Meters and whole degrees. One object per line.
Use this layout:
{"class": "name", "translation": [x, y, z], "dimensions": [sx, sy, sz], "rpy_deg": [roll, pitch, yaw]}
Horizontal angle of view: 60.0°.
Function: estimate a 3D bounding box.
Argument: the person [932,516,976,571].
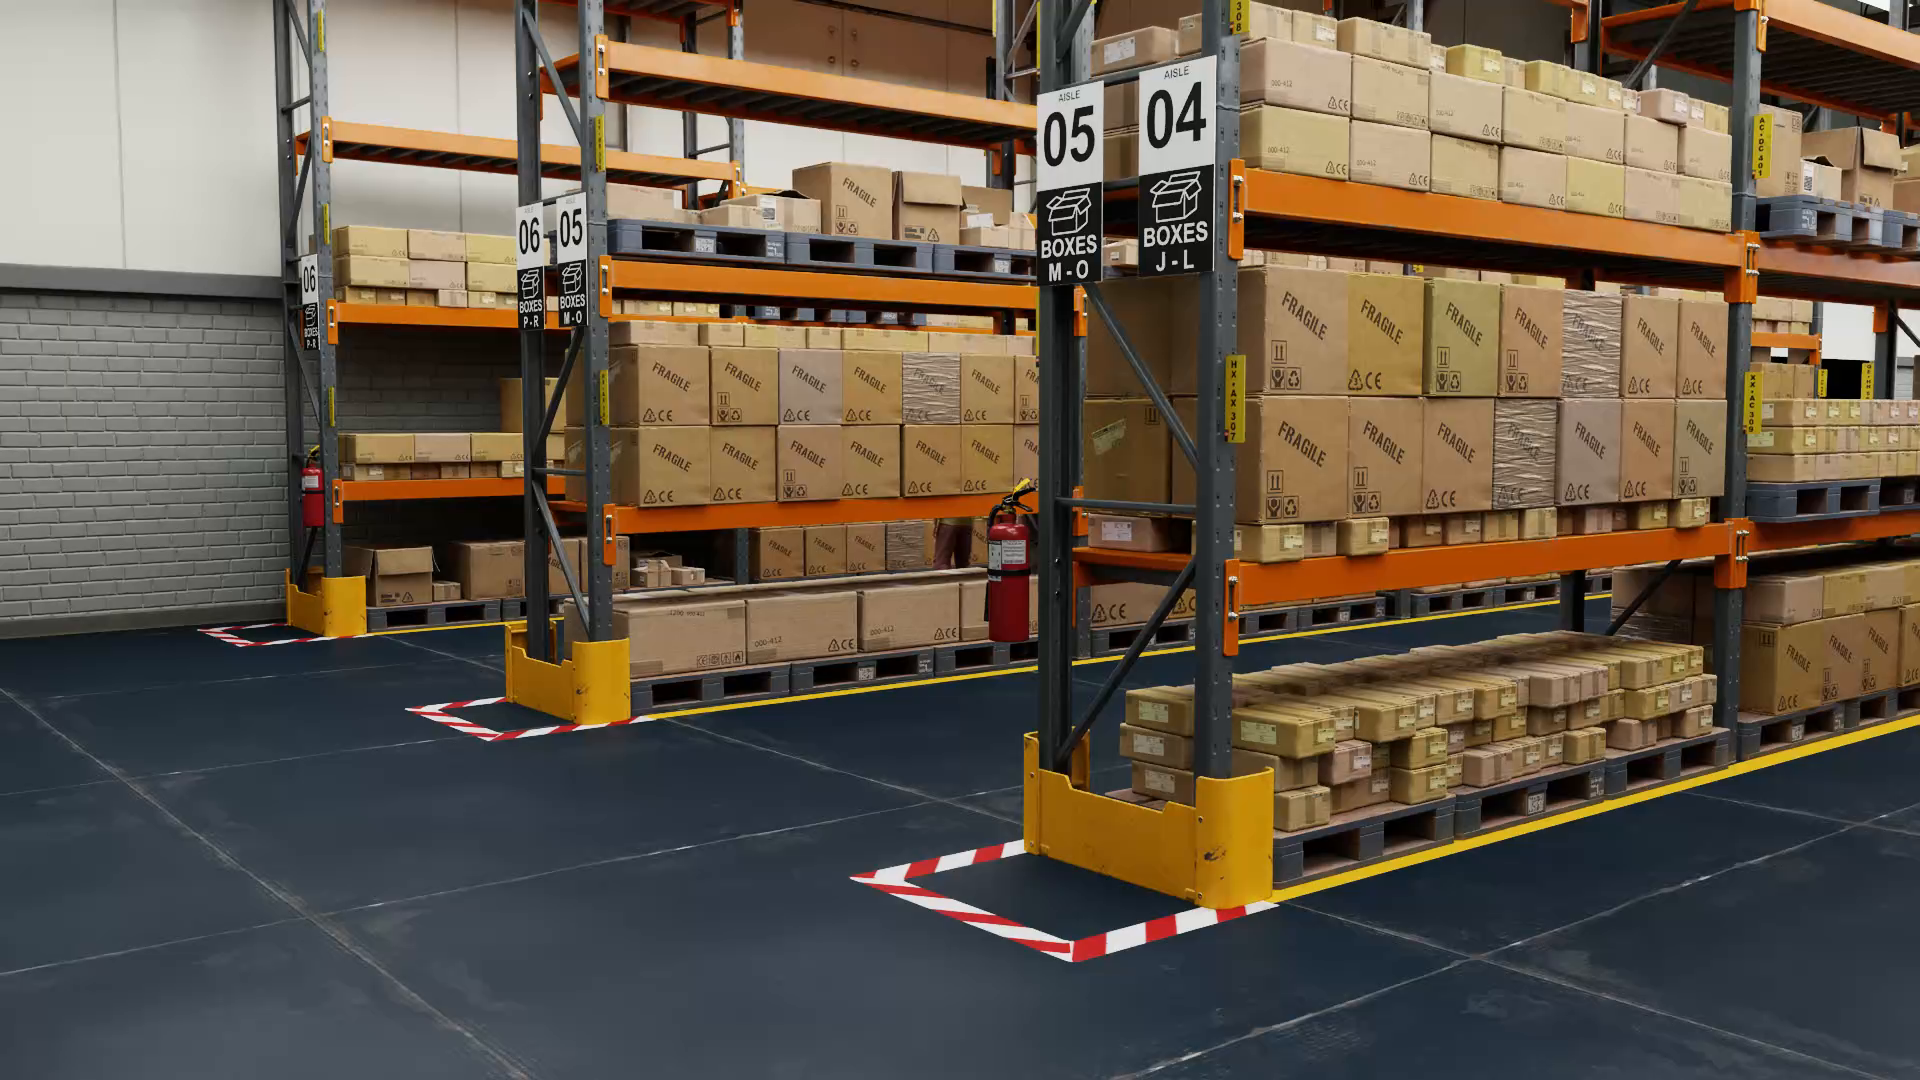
{"class": "person", "translation": [-0.067, -0.132, 15.438], "dimensions": [0.498, 1.672, 0.365], "rpy_deg": [-3, 6, -39]}
